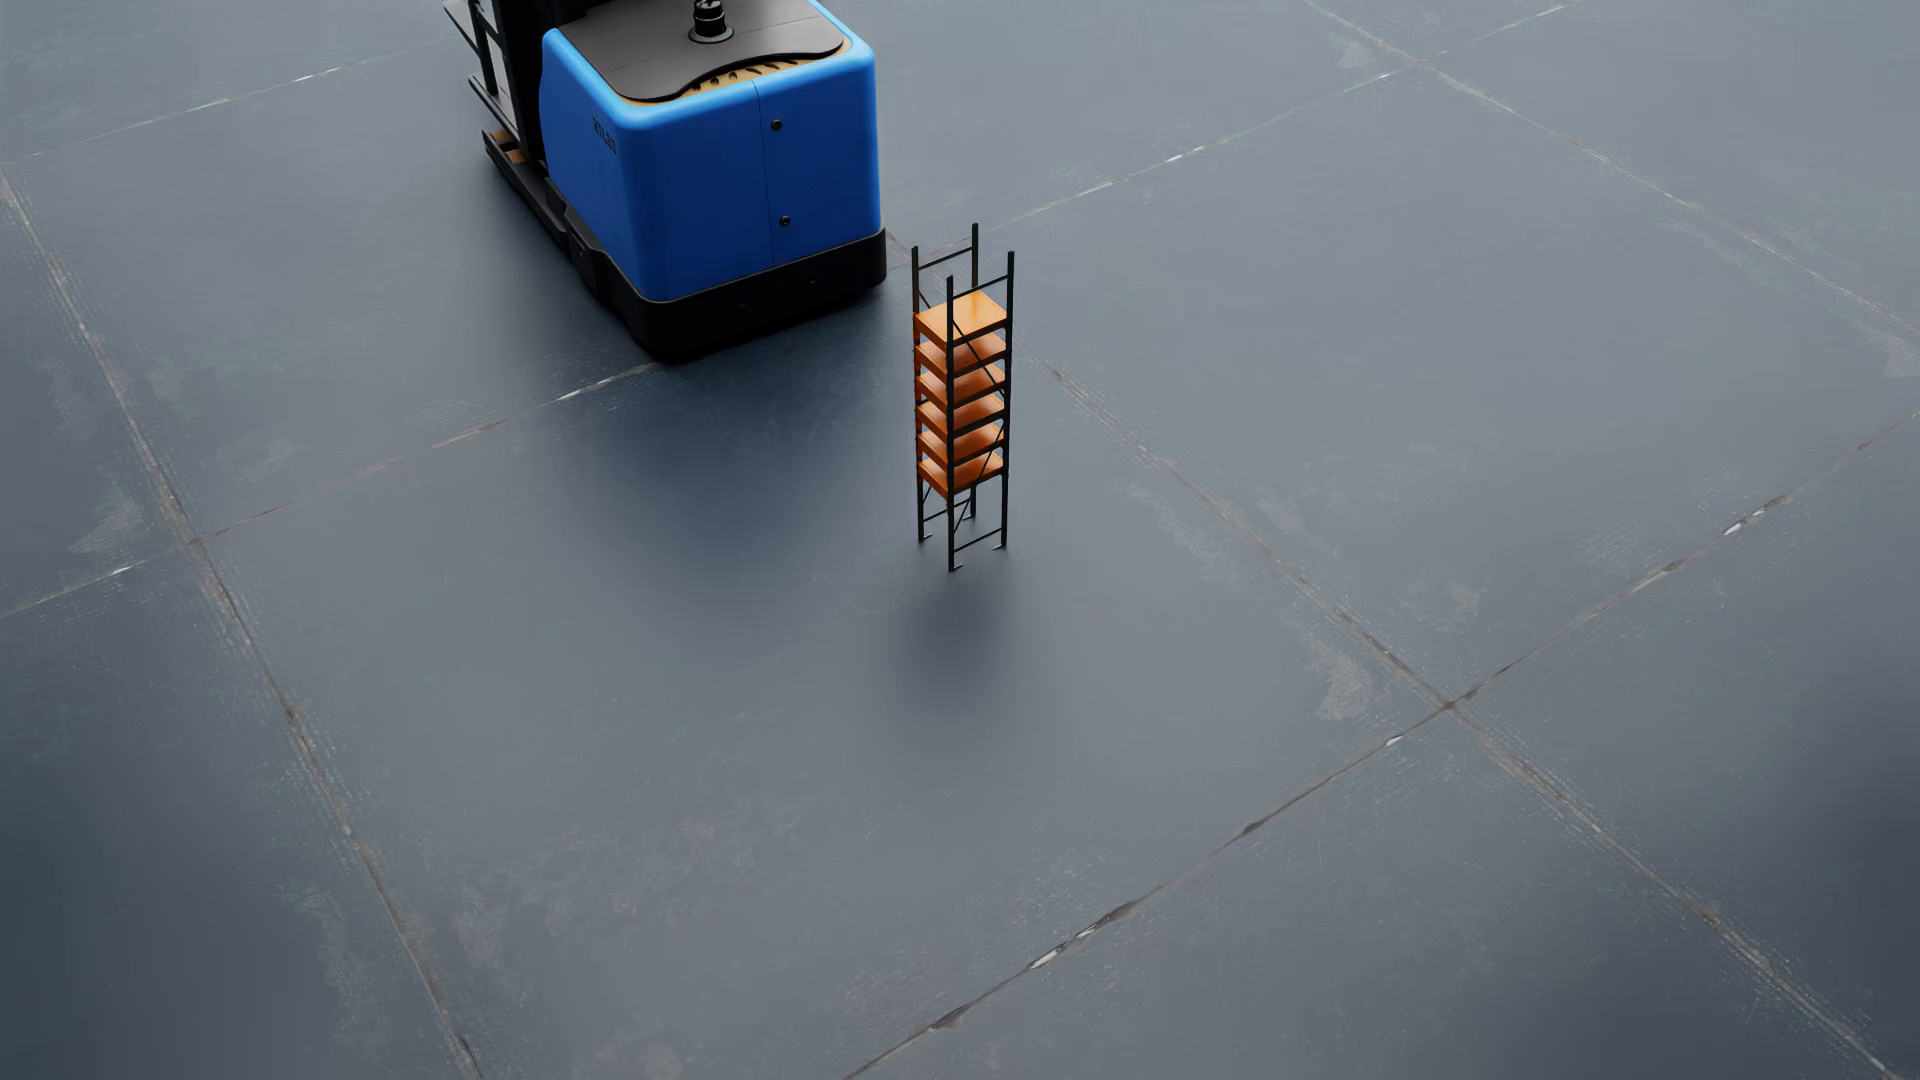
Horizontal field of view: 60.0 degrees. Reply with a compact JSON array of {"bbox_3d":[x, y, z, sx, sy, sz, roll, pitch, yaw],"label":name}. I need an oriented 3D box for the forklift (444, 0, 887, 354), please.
[{"bbox_3d":[-1.485,-2.778,6.537,1.130,2.935,3.031,-22,48,-22],"label":"forklift"}]

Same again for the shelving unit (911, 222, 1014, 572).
[{"bbox_3d":[0.008,-0.426,5.327,0.258,1.200,0.189,-26,49,-24],"label":"shelving unit"}]

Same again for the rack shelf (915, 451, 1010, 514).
[{"bbox_3d":[0.008,-0.220,5.524,0.258,0.103,0.180,-26,49,-24],"label":"rack shelf"}]

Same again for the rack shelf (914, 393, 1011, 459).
[{"bbox_3d":[0.008,-0.394,5.358,0.258,0.103,0.180,-26,49,-24],"label":"rack shelf"}]

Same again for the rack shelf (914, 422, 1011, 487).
[{"bbox_3d":[0.008,-0.307,5.441,0.258,0.103,0.180,-26,49,-24],"label":"rack shelf"}]

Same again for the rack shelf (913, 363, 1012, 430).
[{"bbox_3d":[0.008,-0.480,5.275,0.258,0.103,0.180,-26,49,-24],"label":"rack shelf"}]

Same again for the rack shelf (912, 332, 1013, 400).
[{"bbox_3d":[0.008,-0.567,5.192,0.258,0.103,0.180,-26,49,-24],"label":"rack shelf"}]

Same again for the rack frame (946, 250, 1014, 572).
[{"bbox_3d":[0.061,-0.374,5.273,0.240,1.200,0.006,-26,49,-24],"label":"rack frame"}]

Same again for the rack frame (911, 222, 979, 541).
[{"bbox_3d":[-0.044,-0.478,5.381,0.240,1.200,0.006,-26,49,-24],"label":"rack frame"}]

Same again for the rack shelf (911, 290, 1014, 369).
[{"bbox_3d":[0.008,-0.654,5.109,0.258,0.103,0.180,-26,49,-24],"label":"rack shelf"}]
